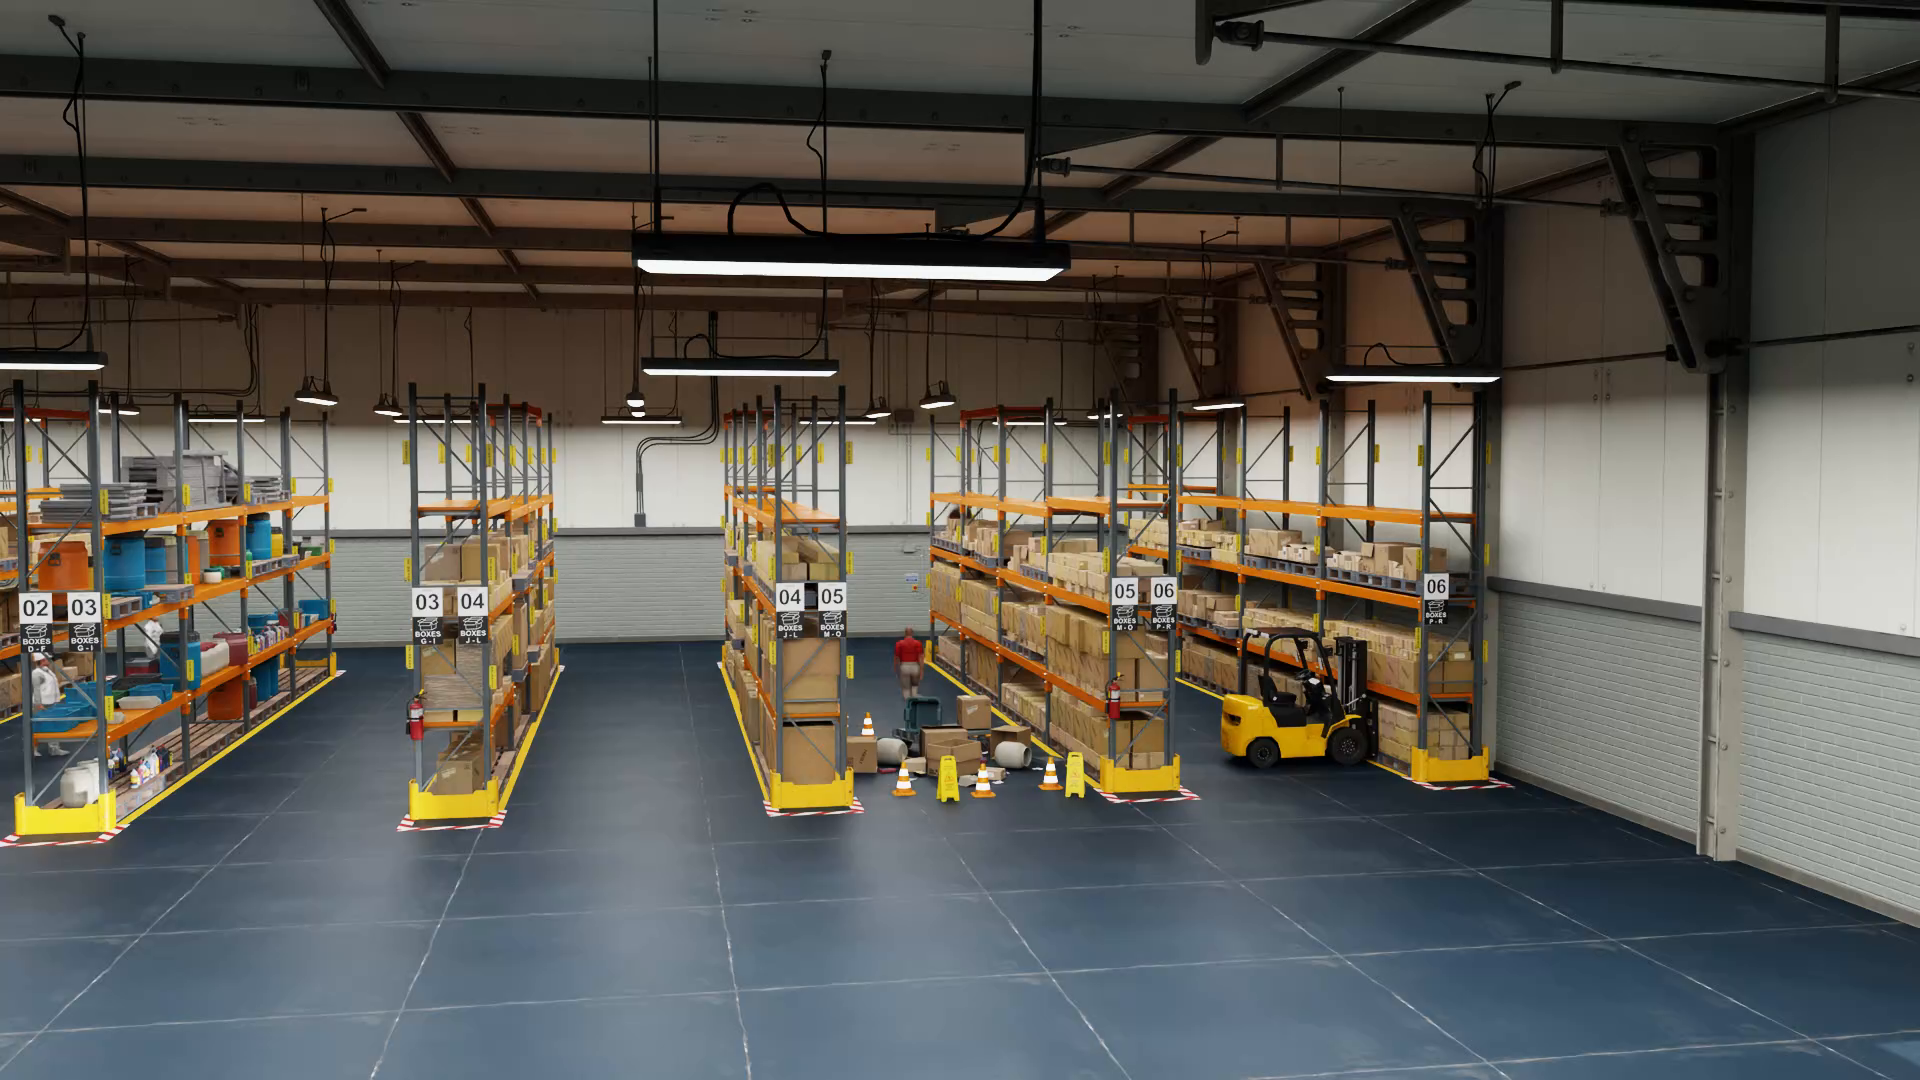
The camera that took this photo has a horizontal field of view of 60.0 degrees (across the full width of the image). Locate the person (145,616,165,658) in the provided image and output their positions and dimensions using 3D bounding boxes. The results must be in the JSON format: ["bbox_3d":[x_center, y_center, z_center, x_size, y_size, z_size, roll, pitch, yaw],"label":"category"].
[{"bbox_3d":[-17.288,2.351,35.781,0.490,1.722,0.575,1,3,20],"label":"person"}]

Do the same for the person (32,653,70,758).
[{"bbox_3d":[-15.209,2.723,27.676,0.613,1.780,0.553,1,3,12],"label":"person"}]

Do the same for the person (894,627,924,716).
[{"bbox_3d":[-0.995,2.530,31.873,0.542,1.751,0.561,-1,3,-14],"label":"person"}]
